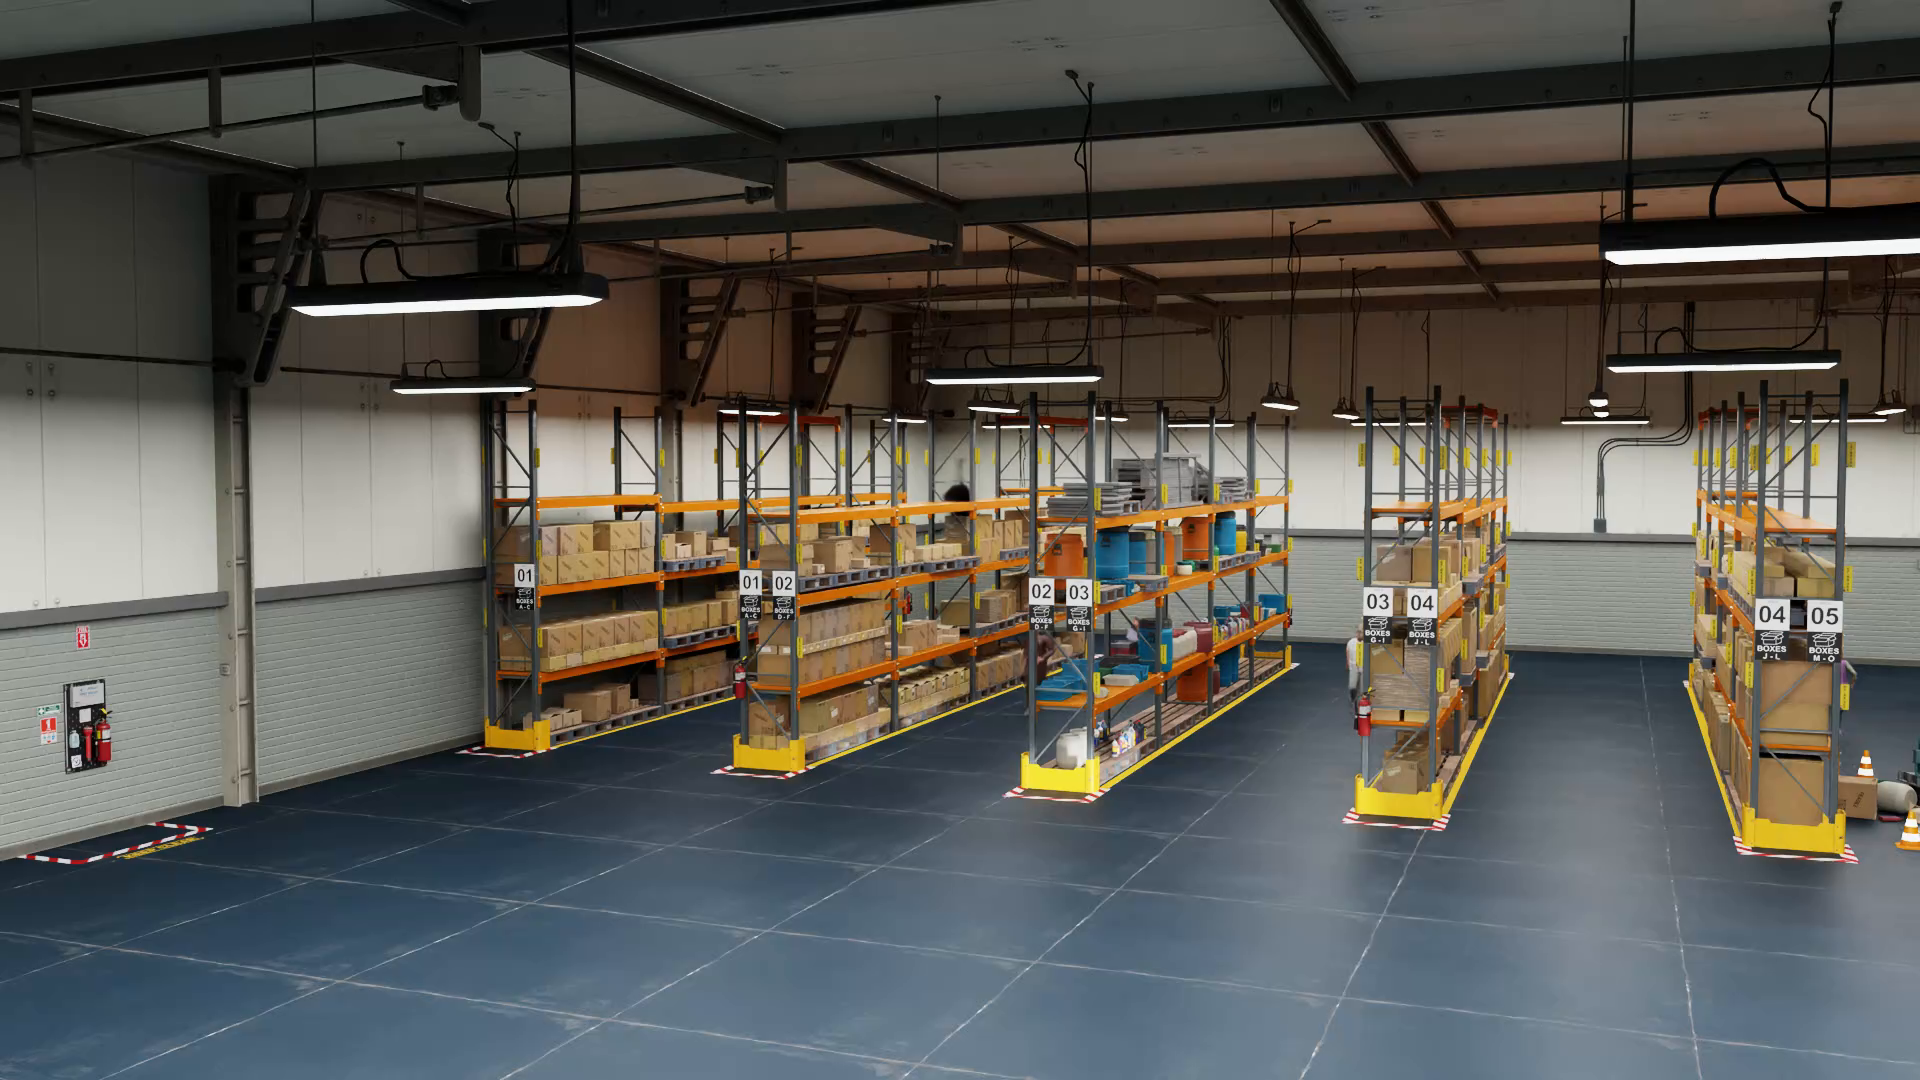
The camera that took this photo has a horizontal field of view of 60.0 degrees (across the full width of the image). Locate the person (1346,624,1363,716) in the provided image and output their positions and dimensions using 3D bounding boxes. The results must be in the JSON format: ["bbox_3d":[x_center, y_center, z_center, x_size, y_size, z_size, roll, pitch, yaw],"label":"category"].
[{"bbox_3d":[7.781,2.528,32.307,0.628,1.785,0.692,1,3,22],"label":"person"}]

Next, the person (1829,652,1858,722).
[{"bbox_3d":[15.677,2.737,29.677,0.568,1.609,0.891,1,3,18],"label":"person"}]

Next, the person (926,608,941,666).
[{"bbox_3d":[-0.594,2.325,38.788,0.518,1.559,0.654,1,3,16],"label":"person"}]

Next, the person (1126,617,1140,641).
[{"bbox_3d":[3.758,2.456,35.310,0.535,1.656,0.770,1,3,27],"label":"person"}]

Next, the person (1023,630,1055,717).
[{"bbox_3d":[1.539,2.513,32.542,0.712,1.809,0.925,1,3,24],"label":"person"}]
